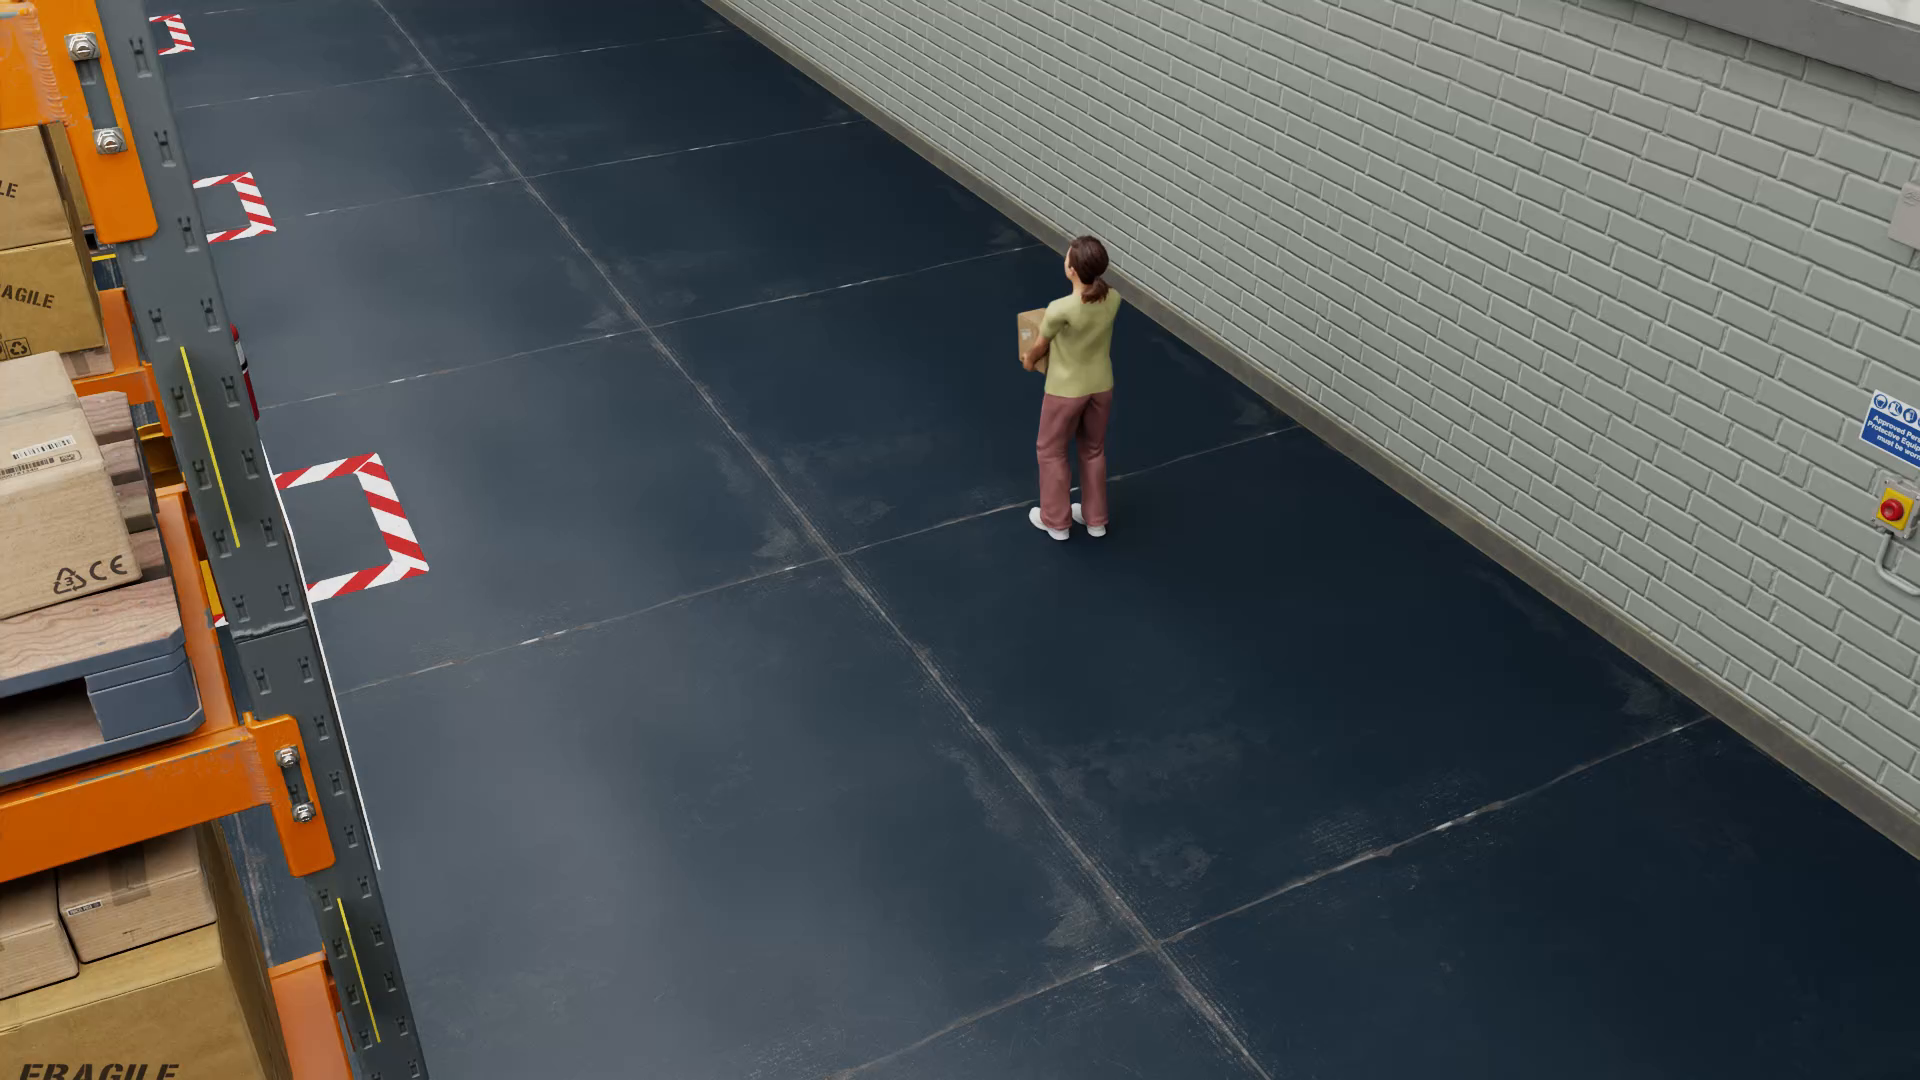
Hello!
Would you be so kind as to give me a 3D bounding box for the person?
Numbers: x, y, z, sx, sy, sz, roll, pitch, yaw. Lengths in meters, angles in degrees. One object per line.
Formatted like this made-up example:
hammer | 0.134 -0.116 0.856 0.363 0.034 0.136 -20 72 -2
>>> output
person | 0.551 -0.771 8.331 0.420 1.668 0.538 -16 36 -23
